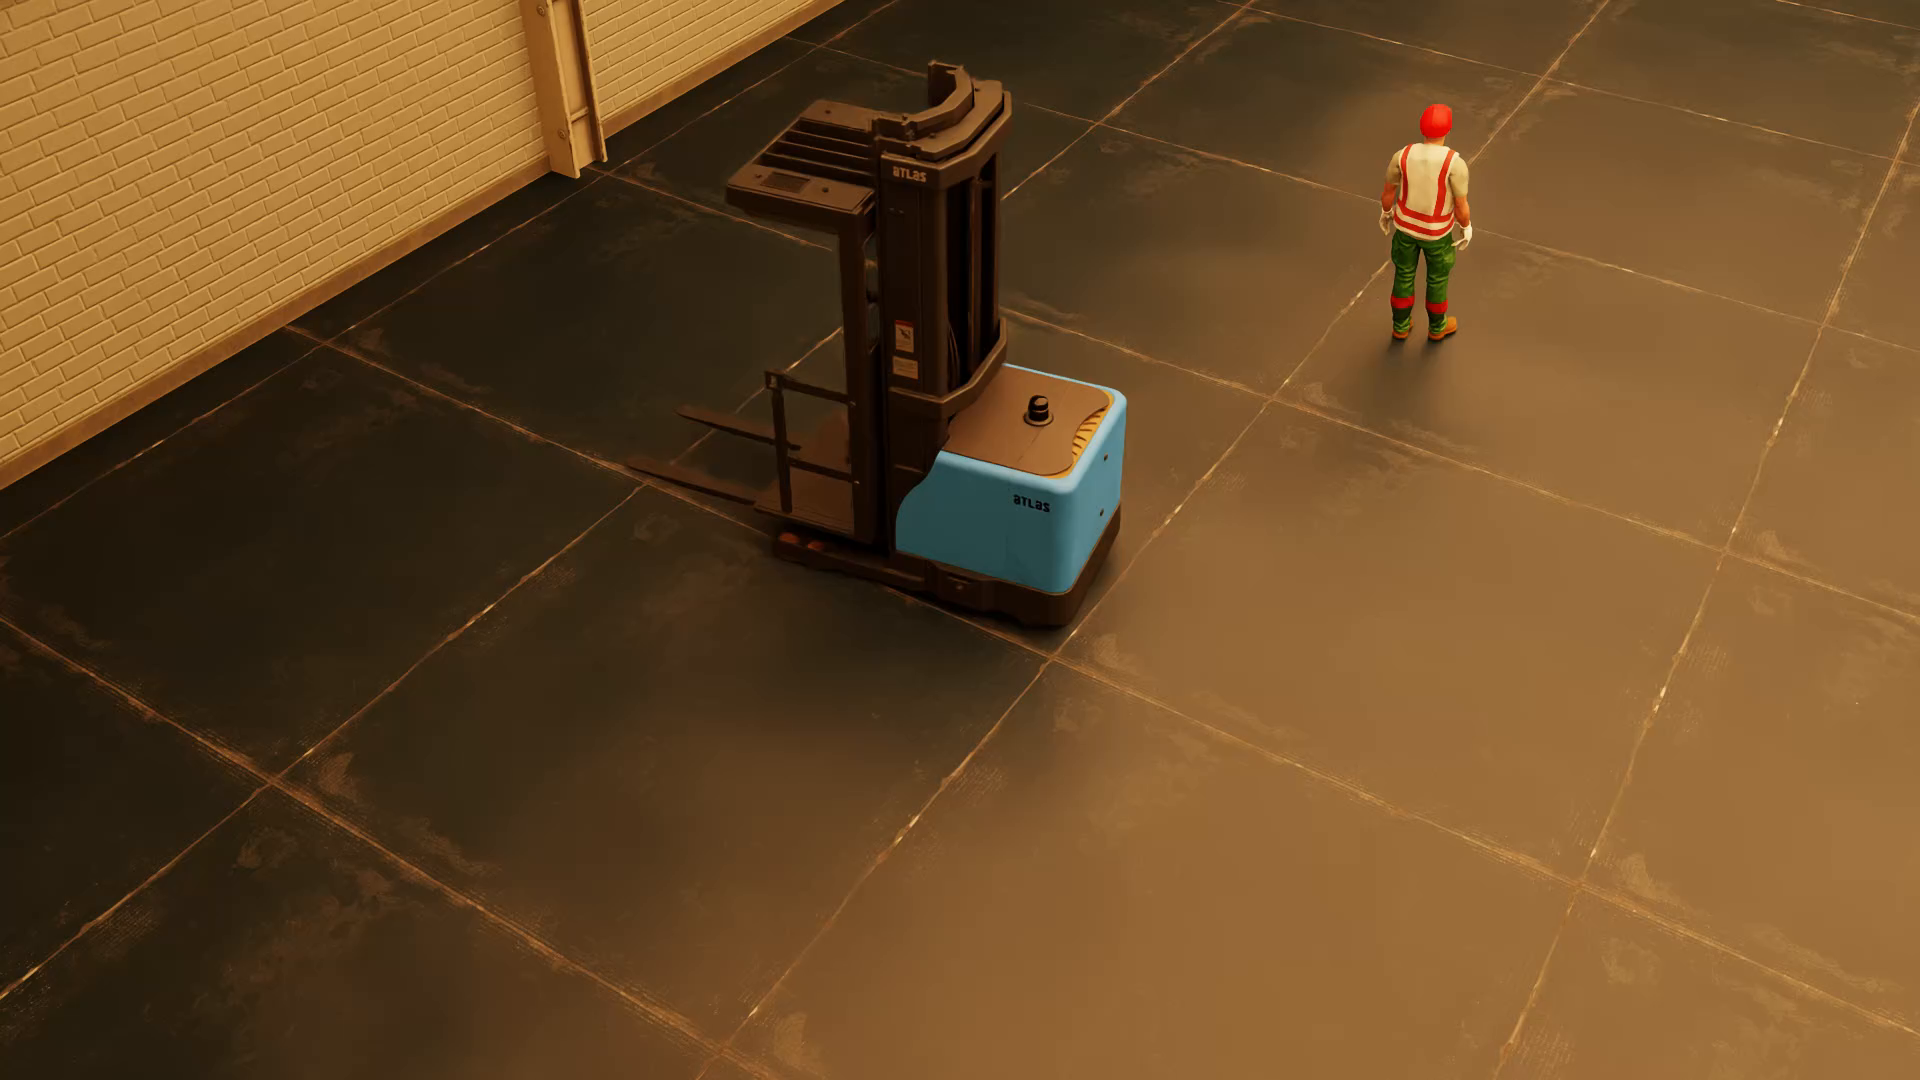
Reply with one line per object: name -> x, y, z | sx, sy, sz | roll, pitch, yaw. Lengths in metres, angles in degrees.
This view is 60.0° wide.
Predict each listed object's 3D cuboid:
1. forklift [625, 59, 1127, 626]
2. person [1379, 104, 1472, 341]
forklift -> -0.589, -1.244, 9.435 | 3.031, 2.935, 1.130 | 15, 43, 17
person -> 3.216, -2.189, 11.423 | 0.638, 1.787, 0.564 | 22, 45, 24
